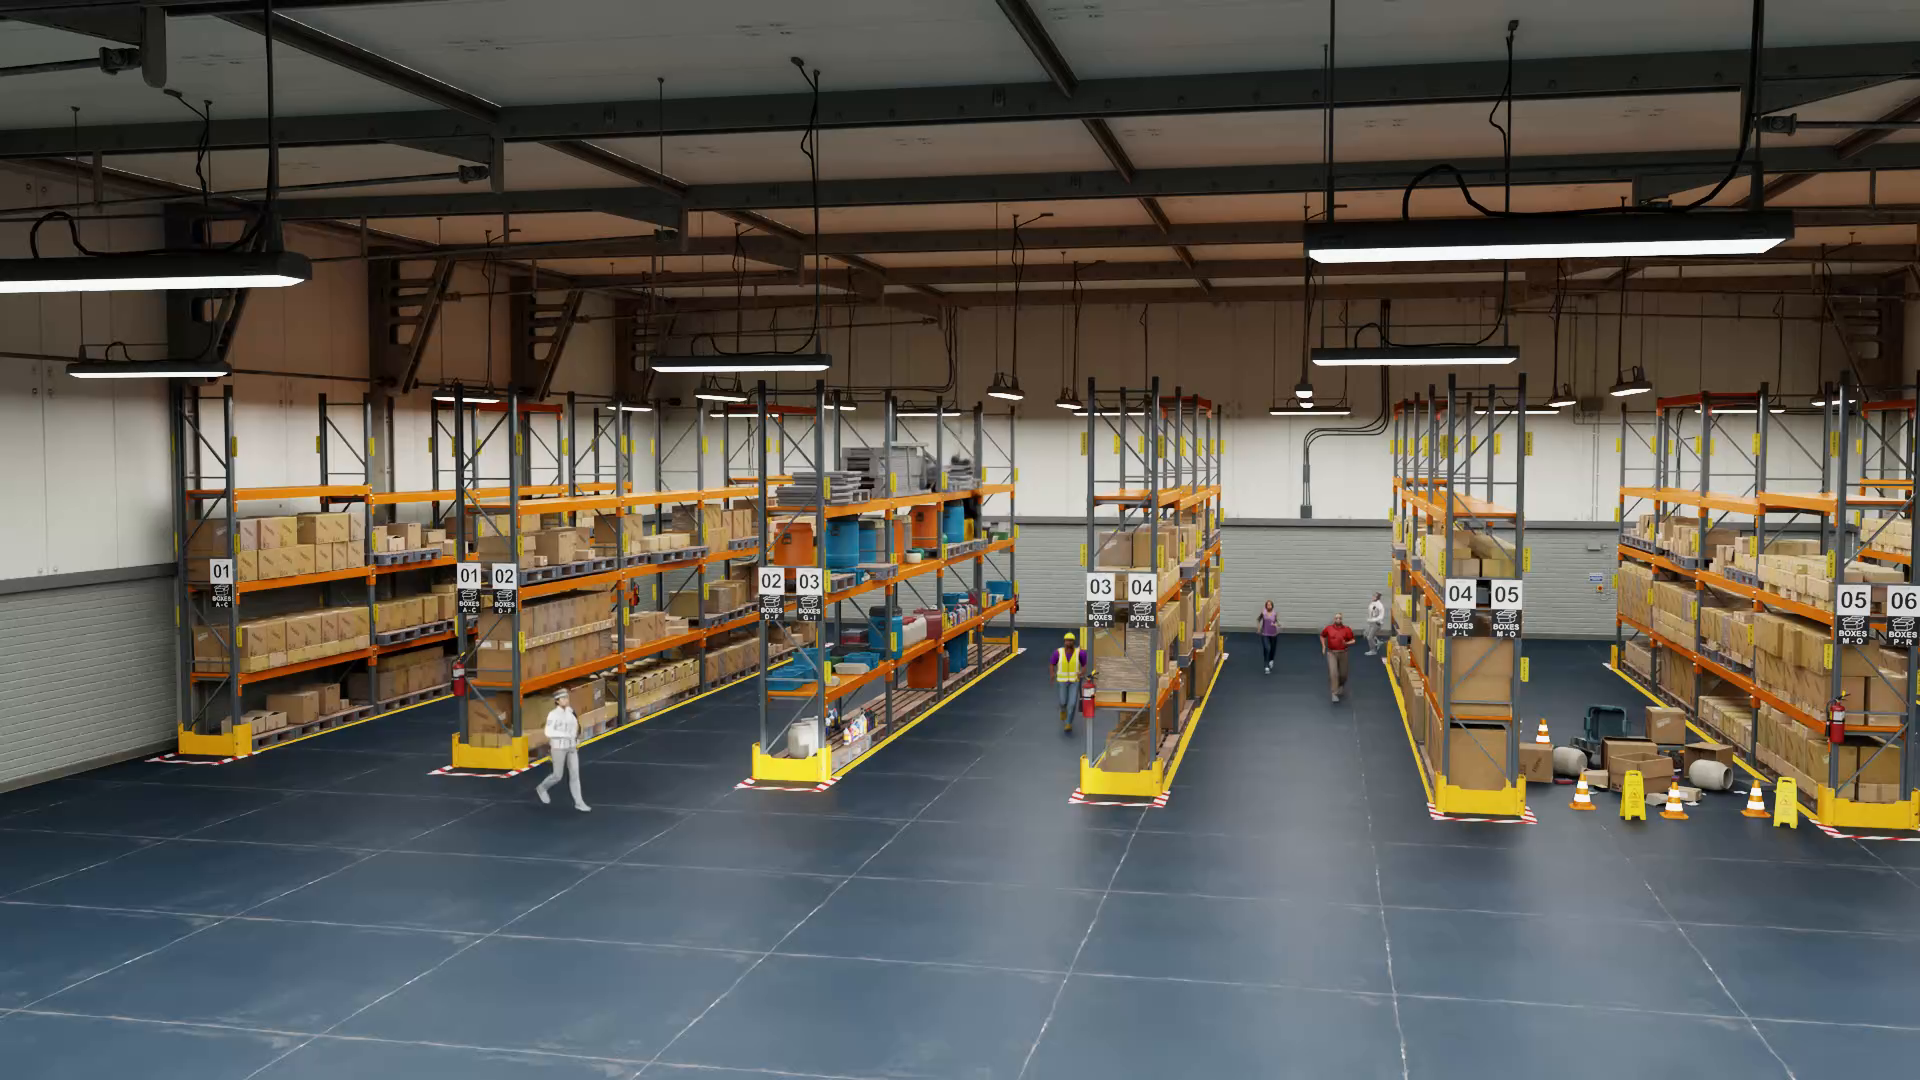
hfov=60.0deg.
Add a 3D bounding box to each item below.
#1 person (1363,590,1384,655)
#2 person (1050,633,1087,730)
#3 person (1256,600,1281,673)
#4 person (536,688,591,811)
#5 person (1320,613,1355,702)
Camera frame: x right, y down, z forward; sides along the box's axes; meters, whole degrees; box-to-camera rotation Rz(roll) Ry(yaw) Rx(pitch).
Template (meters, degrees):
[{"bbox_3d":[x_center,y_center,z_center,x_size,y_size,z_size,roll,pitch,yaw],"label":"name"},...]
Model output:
[{"bbox_3d":[9.937,1.985,39.720,0.555,1.589,0.686,-1,3,-13],"label":"person"},{"bbox_3d":[1.930,2.498,29.432,0.701,1.715,0.587,0,3,5],"label":"person"},{"bbox_3d":[6.850,2.123,36.886,0.539,1.582,0.893,0,3,7],"label":"person"},{"bbox_3d":[-5.465,2.824,22.789,0.844,1.623,0.617,2,4,34],"label":"person"},{"bbox_3d":[7.462,2.293,32.866,0.671,1.700,0.963,0,3,9],"label":"person"}]
